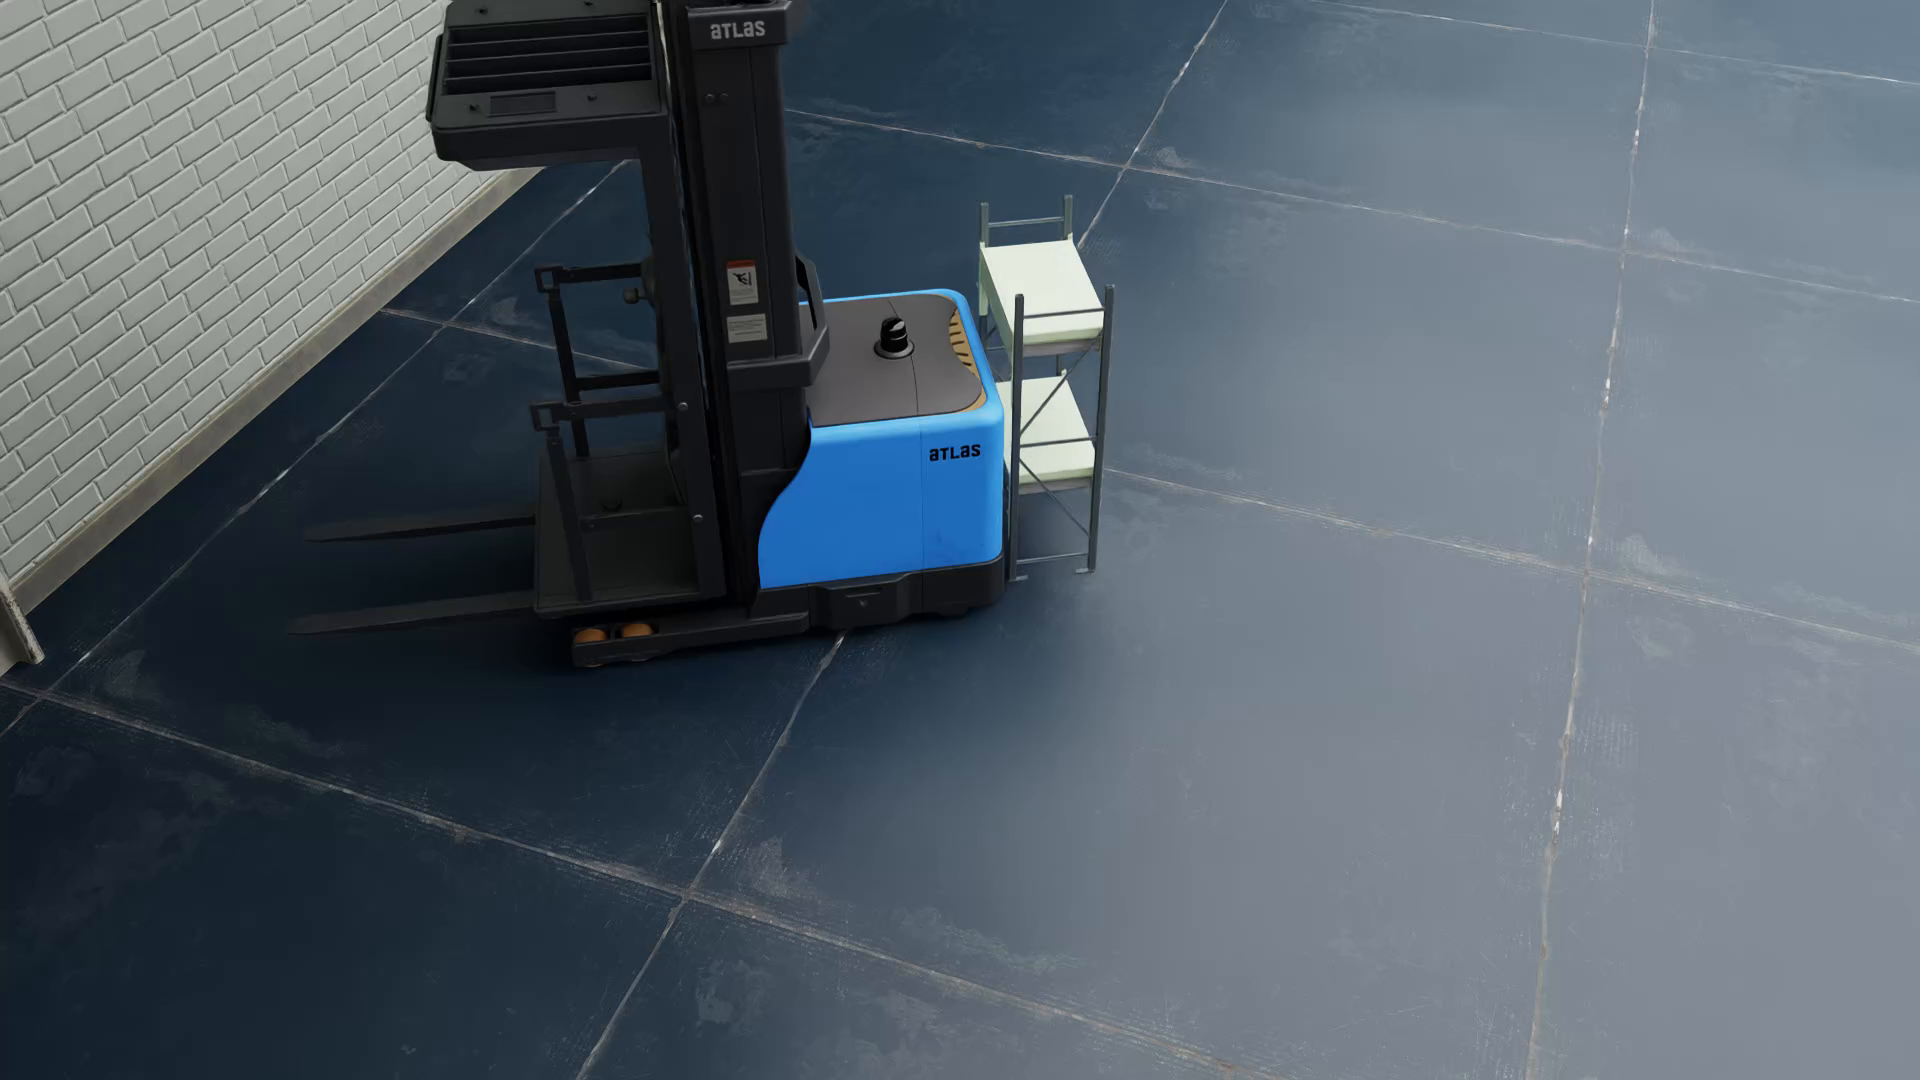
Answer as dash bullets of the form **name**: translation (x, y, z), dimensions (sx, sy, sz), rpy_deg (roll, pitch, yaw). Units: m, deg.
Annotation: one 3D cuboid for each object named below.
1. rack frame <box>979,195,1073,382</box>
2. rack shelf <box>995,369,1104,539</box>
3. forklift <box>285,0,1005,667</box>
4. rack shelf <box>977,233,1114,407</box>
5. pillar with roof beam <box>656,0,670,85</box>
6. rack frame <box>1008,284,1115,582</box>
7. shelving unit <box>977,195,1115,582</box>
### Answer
- **rack frame**: translation (0.284, -0.878, 7.578), dimensions (0.400, 1.500, 0.023), rpy_deg (-7, 41, -8)
- **rack shelf**: translation (0.349, -0.396, 7.515), dimensions (0.431, 0.370, 0.720), rpy_deg (-7, 41, -8)
- **forklift**: translation (-1.373, -0.947, 6.556), dimensions (3.031, 2.935, 1.130), rpy_deg (-7, 41, -8)
- **rack shelf**: translation (0.349, -0.941, 7.050), dimensions (0.431, 0.370, 0.720), rpy_deg (-7, 41, -8)
- **pillar with roof beam**: translation (1.970, -5.544, 7.268), dimensions (9.100, 9.000, 0.400), rpy_deg (13, 42, 15)
- **rack frame**: translation (0.414, -0.411, 7.030), dimensions (0.400, 1.500, 0.023), rpy_deg (-7, 41, -8)
- **shelving unit**: translation (0.349, -0.645, 7.304), dimensions (0.431, 1.500, 0.755), rpy_deg (-7, 41, -8)
